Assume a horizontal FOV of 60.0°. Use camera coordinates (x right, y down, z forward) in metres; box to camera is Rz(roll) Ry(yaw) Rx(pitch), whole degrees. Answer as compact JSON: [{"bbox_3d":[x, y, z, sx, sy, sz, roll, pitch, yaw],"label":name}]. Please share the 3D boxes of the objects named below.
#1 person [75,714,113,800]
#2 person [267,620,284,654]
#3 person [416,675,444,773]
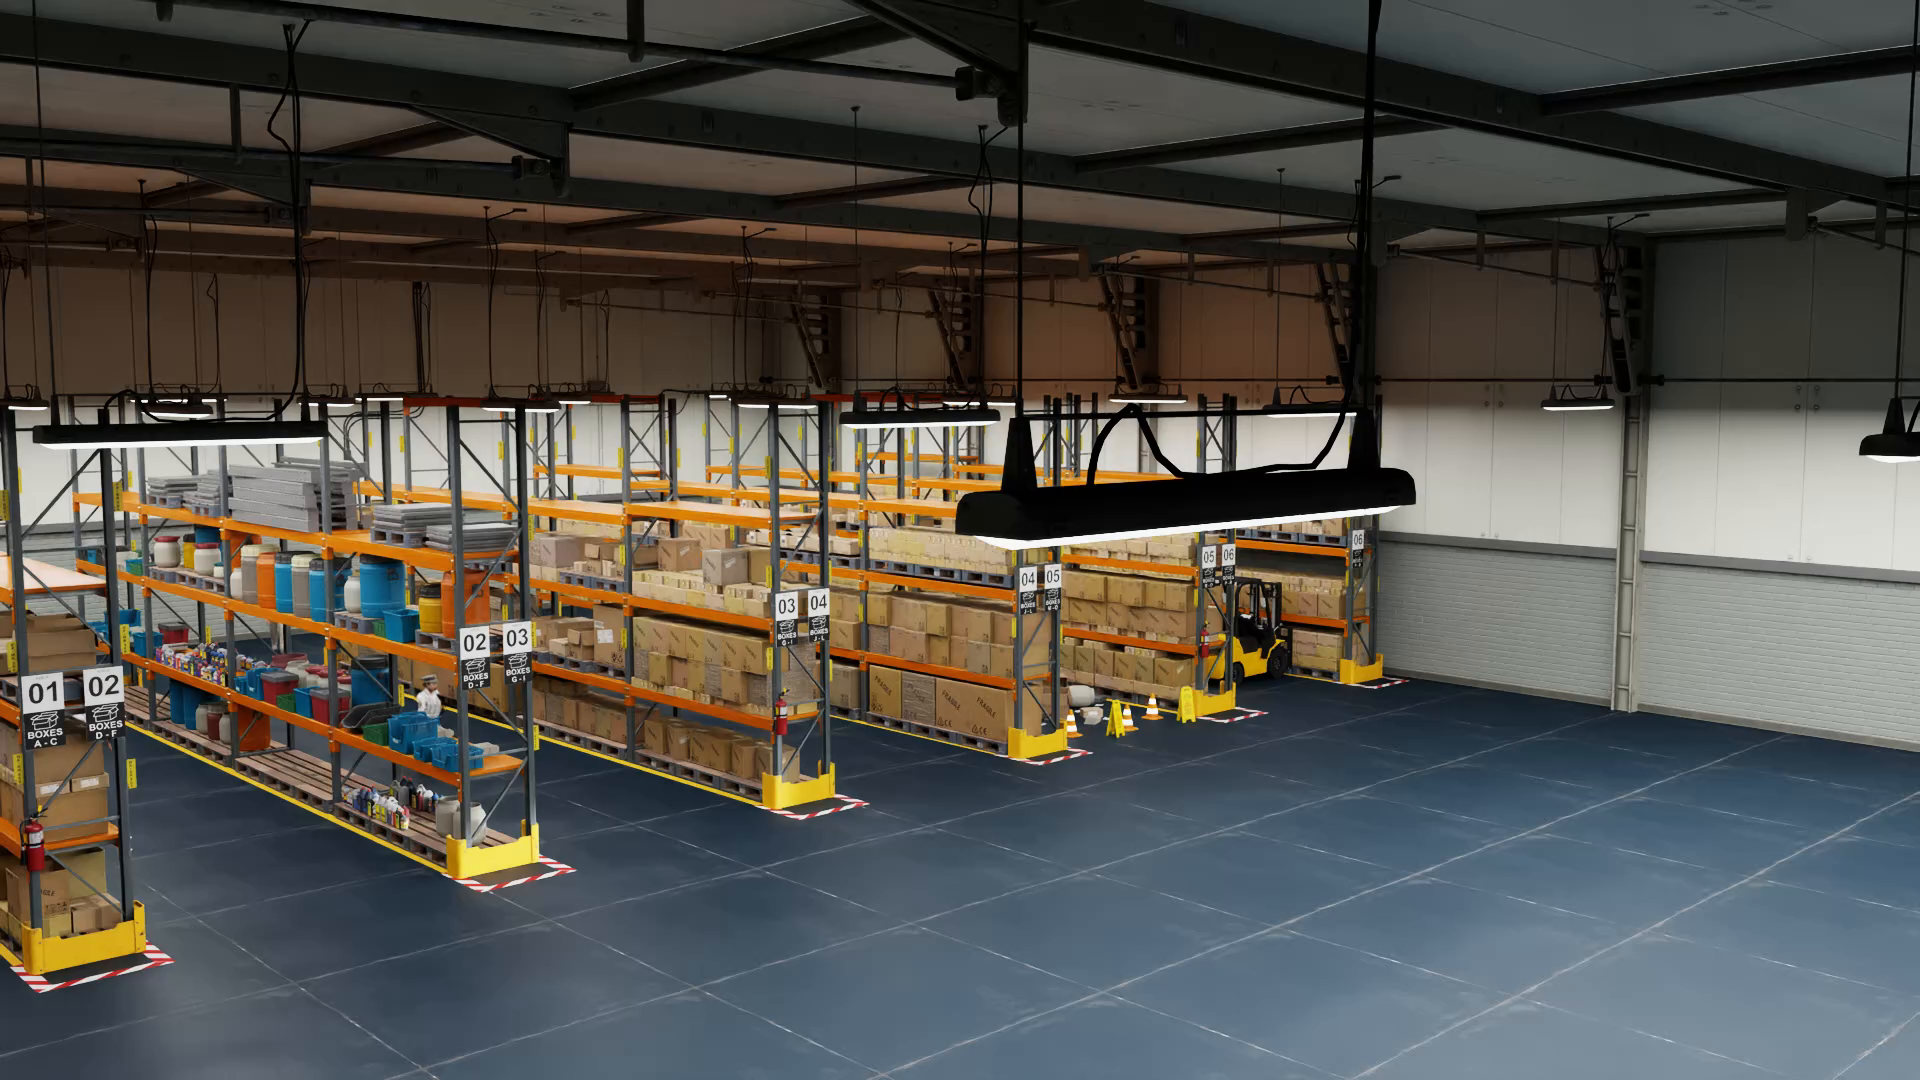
[{"bbox_3d":[-13.089,3.085,25.060,1.067,1.615,0.523,3,6,32],"label":"person"},{"bbox_3d":[-15.780,1.782,38.380,0.519,1.665,1.097,-2,6,-24],"label":"person"},{"bbox_3d":[-8.422,2.947,26.537,0.935,1.616,0.463,4,7,38],"label":"person"}]
